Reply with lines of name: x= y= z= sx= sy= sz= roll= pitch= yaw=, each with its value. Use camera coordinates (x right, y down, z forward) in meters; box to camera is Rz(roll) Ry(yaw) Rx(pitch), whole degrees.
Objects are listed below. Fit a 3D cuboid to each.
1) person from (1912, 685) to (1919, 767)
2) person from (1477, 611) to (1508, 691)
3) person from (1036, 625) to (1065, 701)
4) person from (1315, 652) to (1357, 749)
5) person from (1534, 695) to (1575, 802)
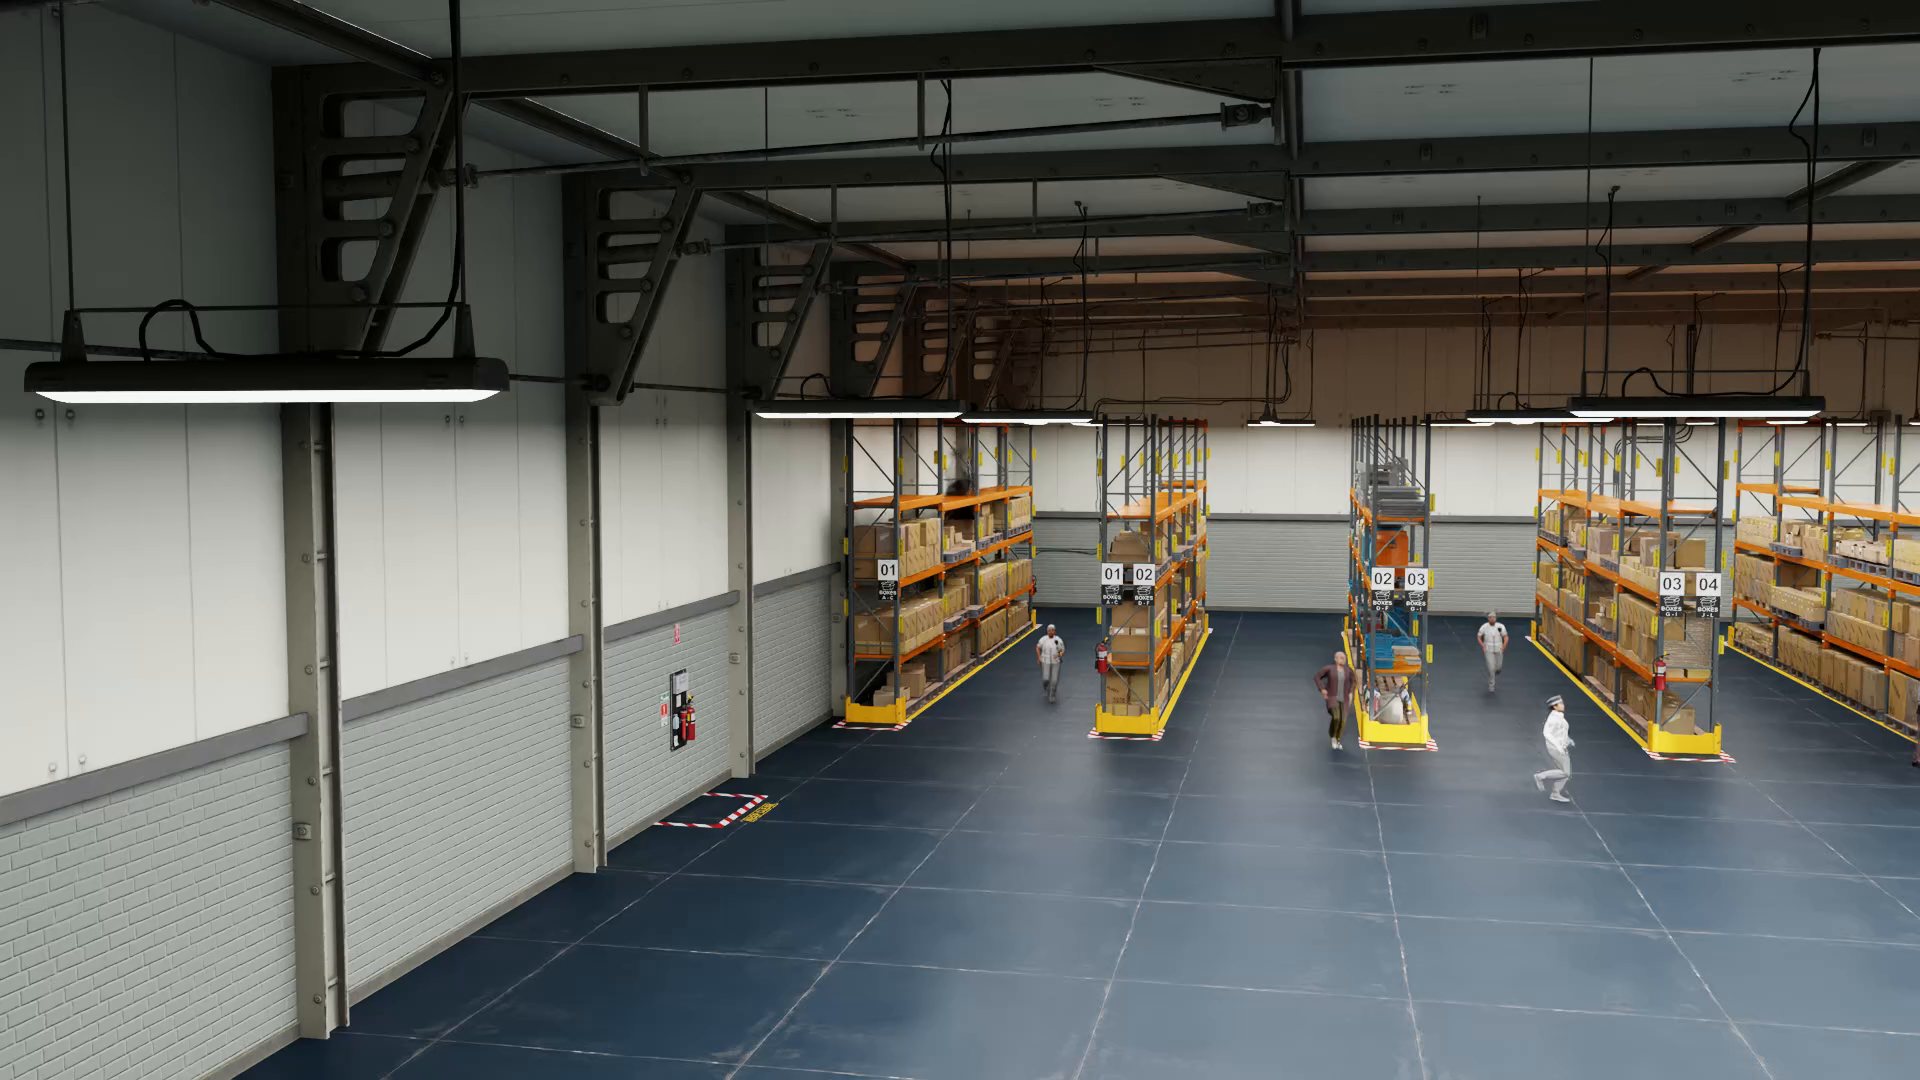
person: x=16.449 y=3.011 z=28.056 sx=0.695 sy=1.704 sz=0.614 roll=-1 pitch=4 yaw=-18
person: x=11.719 y=2.423 z=36.589 sx=0.658 sy=1.763 sz=0.612 roll=1 pitch=4 yaw=9
person: x=1.901 y=2.586 z=34.868 sx=0.606 sy=1.620 sz=0.556 roll=0 pitch=4 yaw=1
person: x=6.757 y=2.867 z=29.713 sx=0.731 sy=1.743 sz=0.632 roll=0 pitch=4 yaw=-7
person: x=9.177 y=3.197 z=25.613 sx=0.522 sy=1.657 sz=0.615 roll=2 pitch=4 yaw=29
